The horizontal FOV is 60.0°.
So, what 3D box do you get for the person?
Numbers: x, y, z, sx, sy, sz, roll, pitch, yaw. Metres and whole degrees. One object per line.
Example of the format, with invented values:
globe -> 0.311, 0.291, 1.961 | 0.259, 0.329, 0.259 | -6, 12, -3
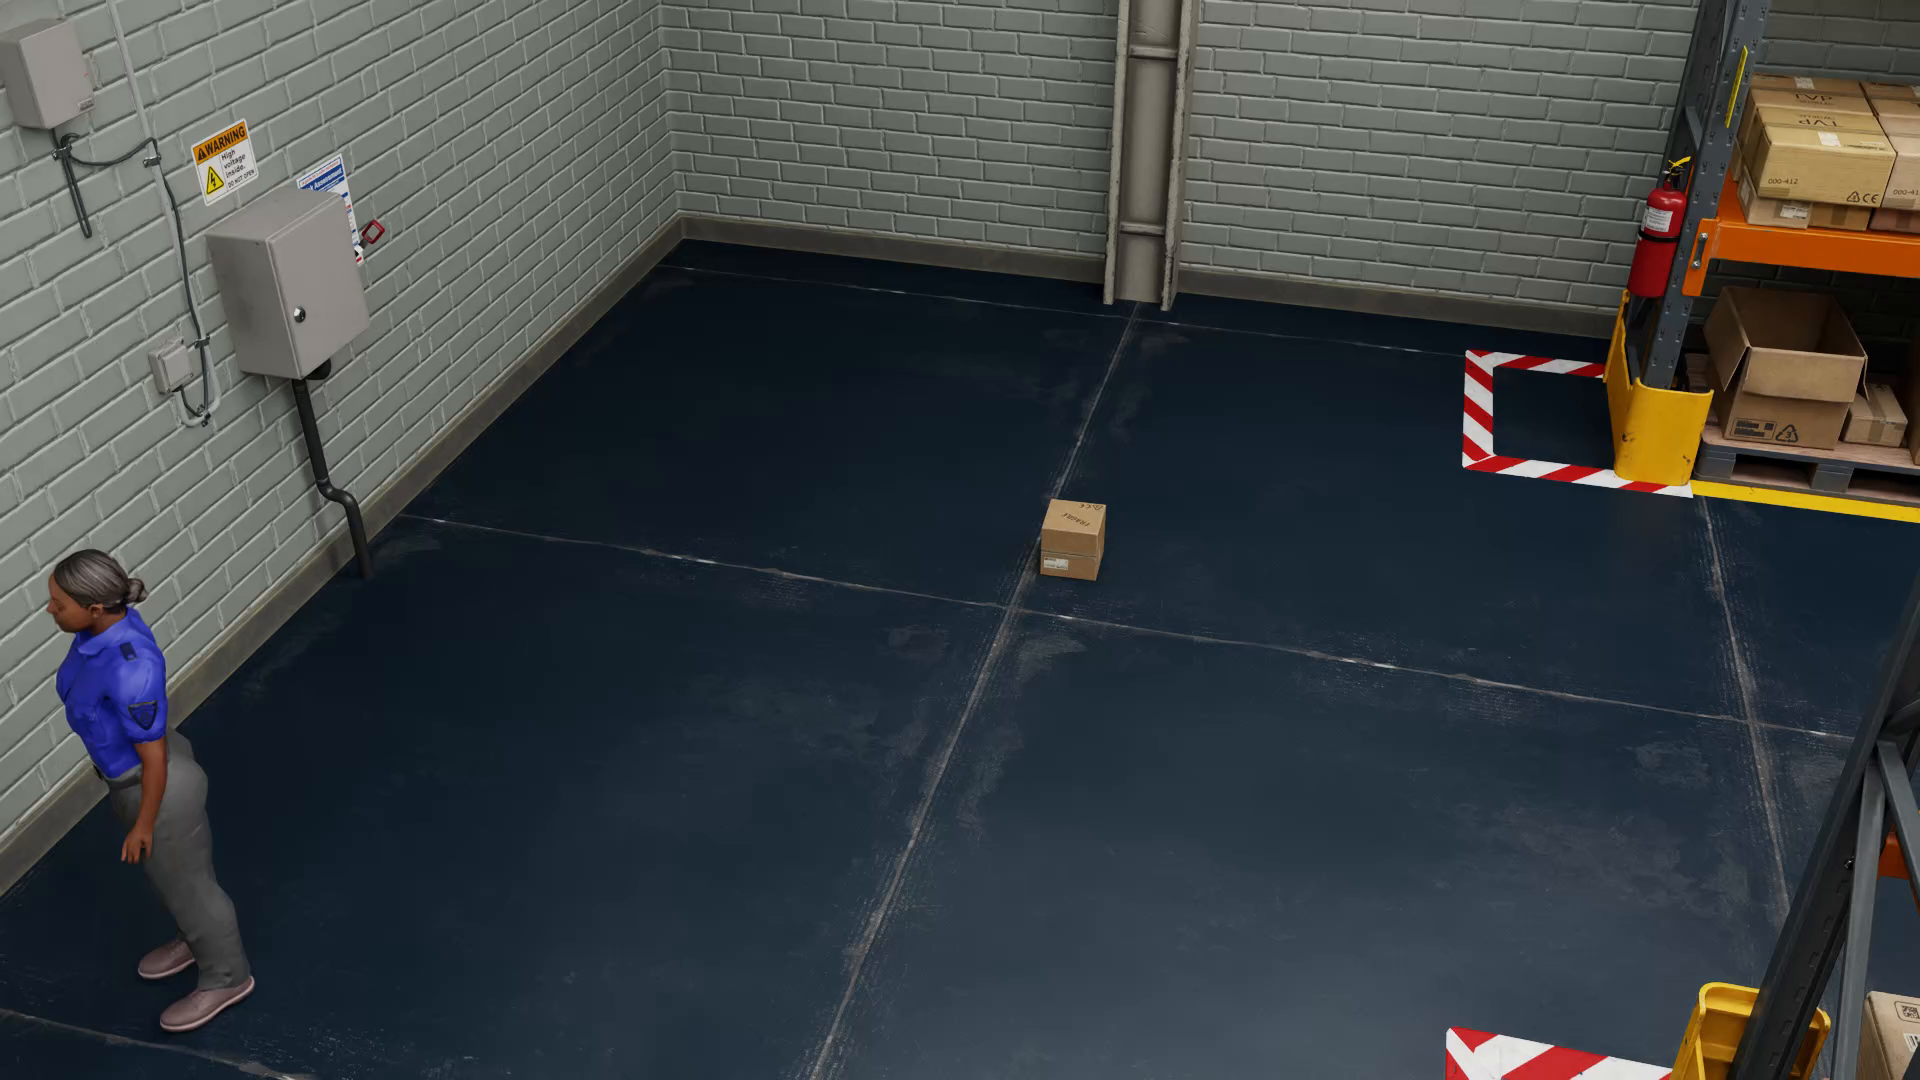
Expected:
person -> -2.452, 0.748, 4.980 | 0.361, 1.661, 0.440 | -21, 38, -29
